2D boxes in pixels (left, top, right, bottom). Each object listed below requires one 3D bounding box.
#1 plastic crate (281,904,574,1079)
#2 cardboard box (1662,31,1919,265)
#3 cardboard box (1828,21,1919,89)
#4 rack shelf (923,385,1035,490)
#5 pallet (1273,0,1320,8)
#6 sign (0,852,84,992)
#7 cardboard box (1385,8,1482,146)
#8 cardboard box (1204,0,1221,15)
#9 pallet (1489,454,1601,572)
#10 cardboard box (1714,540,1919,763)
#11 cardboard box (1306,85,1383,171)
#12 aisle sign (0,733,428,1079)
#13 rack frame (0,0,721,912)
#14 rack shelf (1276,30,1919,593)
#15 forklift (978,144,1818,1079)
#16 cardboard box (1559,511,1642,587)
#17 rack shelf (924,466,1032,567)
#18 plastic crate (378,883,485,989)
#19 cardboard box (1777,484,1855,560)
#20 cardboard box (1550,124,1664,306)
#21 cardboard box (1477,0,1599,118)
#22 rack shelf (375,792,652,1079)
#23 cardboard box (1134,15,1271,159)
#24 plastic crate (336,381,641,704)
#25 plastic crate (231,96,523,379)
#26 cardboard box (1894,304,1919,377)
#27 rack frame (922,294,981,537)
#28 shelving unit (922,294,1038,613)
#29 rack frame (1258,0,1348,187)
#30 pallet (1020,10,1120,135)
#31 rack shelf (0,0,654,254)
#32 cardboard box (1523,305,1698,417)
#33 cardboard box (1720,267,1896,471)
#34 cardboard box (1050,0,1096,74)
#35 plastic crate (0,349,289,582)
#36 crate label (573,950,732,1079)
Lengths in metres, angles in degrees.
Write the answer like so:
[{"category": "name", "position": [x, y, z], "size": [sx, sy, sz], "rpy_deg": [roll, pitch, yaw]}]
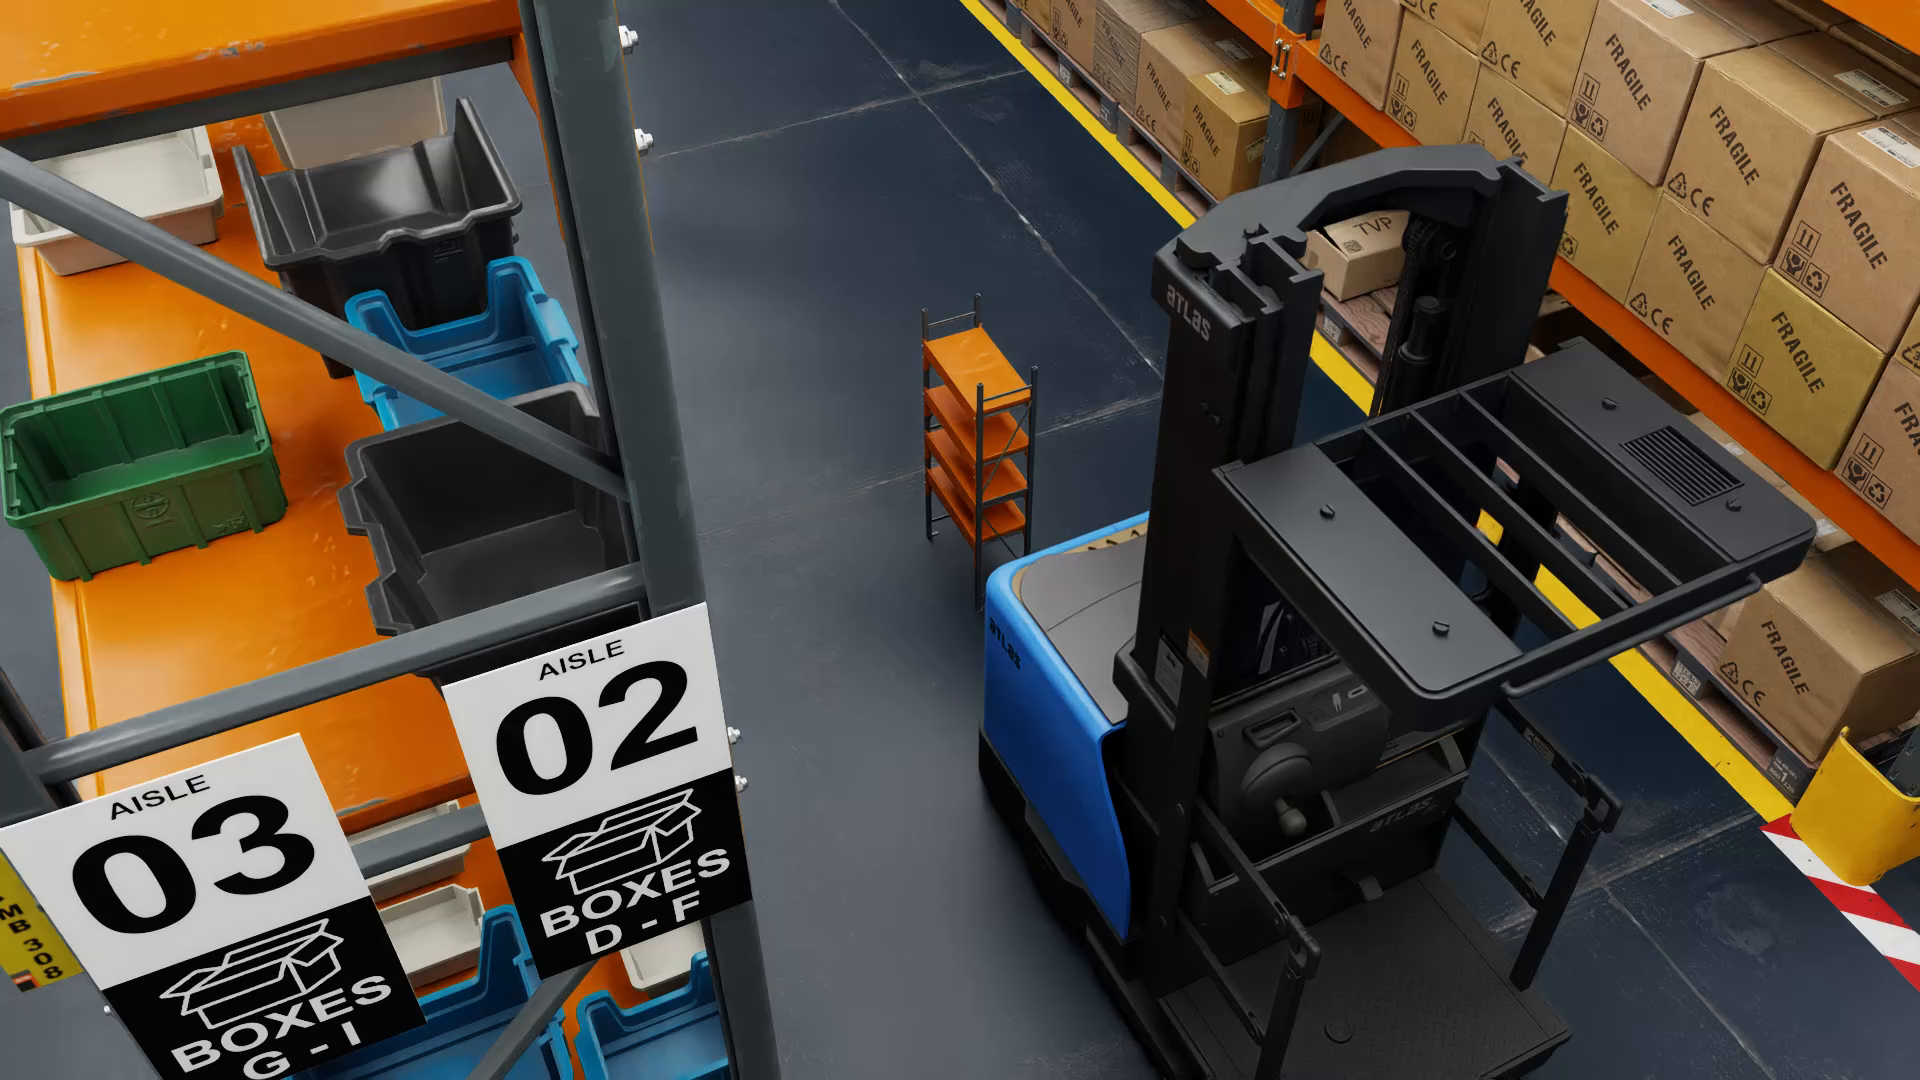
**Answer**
[{"category": "plastic crate", "position": [-1.167, 1.207, 3.692], "size": [0.616, 0.435, 0.499], "rpy_deg": [-18, 47, -17]}, {"category": "cardboard box", "position": [2.767, -1.306, 5.524], "size": [0.500, 0.500, 0.500], "rpy_deg": [-17, 47, -16]}, {"category": "cardboard box", "position": [3.259, -1.465, 5.684], "size": [0.500, 0.500, 0.500], "rpy_deg": [-17, 47, -17]}, {"category": "rack shelf", "position": [0.070, -0.433, 6.481], "size": [0.258, 0.148, 0.480], "rpy_deg": [-18, 47, -17]}, {"category": "pallet", "position": [1.720, -3.083, 8.245], "size": [1.003, 0.211, 1.213], "rpy_deg": [-18, 47, -17]}, {"category": "sign", "position": [-1.349, 0.542, 2.373], "size": [0.100, 0.325, 0.005], "rpy_deg": [-18, 47, -17]}, {"category": "cardboard box", "position": [2.142, -1.915, 6.853], "size": [0.500, 0.500, 0.500], "rpy_deg": [-17, 47, -17]}, {"category": "cardboard box", "position": [1.537, -2.915, 9.403], "size": [0.500, 0.500, 0.500], "rpy_deg": [-17, 47, -17]}, {"category": "pallet", "position": [2.762, -0.401, 7.375], "size": [1.003, 0.211, 1.213], "rpy_deg": [-18, 47, -17]}, {"category": "cardboard box", "position": [3.187, 0.398, 6.046], "size": [0.500, 0.500, 0.500], "rpy_deg": [-18, 47, -17]}, {"category": "cardboard box", "position": [1.975, -2.257, 8.737], "size": [0.500, 0.500, 0.500], "rpy_deg": [-20, 48, -19]}, {"category": "aisle sign", "position": [-1.092, 0.606, 2.518], "size": [0.394, 0.787, 0.004], "rpy_deg": [-18, 47, -17]}, {"category": "rack frame", "position": [-0.857, -0.736, 1.458], "size": [1.000, 3.000, 0.127], "rpy_deg": [-18, 47, -17]}, {"category": "rack shelf", "position": [2.798, -1.080, 6.590], "size": [1.077, 0.370, 4.000], "rpy_deg": [-18, 47, -17]}, {"category": "forklift", "position": [1.186, 0.591, 4.433], "size": [1.130, 2.935, 3.031], "rpy_deg": [-20, 48, -19]}, {"category": "cardboard box", "position": [2.815, -0.127, 6.756], "size": [0.500, 0.250, 0.500], "rpy_deg": [-18, 47, -17]}, {"category": "rack shelf", "position": [0.070, -0.132, 6.777], "size": [0.258, 0.148, 0.480], "rpy_deg": [-18, 47, -17]}, {"category": "plastic crate", "position": [-1.364, 1.006, 4.109], "size": [0.396, 0.136, 0.243], "rpy_deg": [-18, 47, -17]}, {"category": "cardboard box", "position": [3.457, 0.012, 6.615], "size": [0.500, 0.250, 0.500], "rpy_deg": [-18, 47, -17]}, {"category": "cardboard box", "position": [2.566, -1.272, 6.201], "size": [0.500, 0.500, 0.500], "rpy_deg": [-19, 48, -18]}, {"category": "cardboard box", "position": [2.333, -1.962, 6.189], "size": [0.500, 0.500, 0.500], "rpy_deg": [-19, 48, -19]}, {"category": "rack shelf", "position": [-1.698, 0.381, 5.109], "size": [1.077, 0.370, 4.000], "rpy_deg": [-18, 47, -17]}, {"category": "cardboard box", "position": [1.289, -2.424, 8.907], "size": [0.500, 0.500, 0.500], "rpy_deg": [-18, 47, -17]}, {"category": "plastic crate", "position": [-0.766, 0.050, 2.890], "size": [0.497, 0.269, 0.590], "rpy_deg": [-18, 47, -17]}, {"category": "plastic crate", "position": [-1.250, -0.701, 3.602], "size": [0.504, 0.338, 0.767], "rpy_deg": [-18, 47, -17]}, {"category": "cardboard box", "position": [3.202, -0.655, 4.864], "size": [0.500, 0.500, 0.500], "rpy_deg": [-18, 48, -18]}, {"category": "rack frame", "position": [-0.033, -0.477, 6.748], "size": [0.240, 1.200, 0.015], "rpy_deg": [-18, 47, -17]}, {"category": "shelving unit", "position": [0.070, -0.322, 6.591], "size": [0.258, 1.200, 0.503], "rpy_deg": [-18, 47, -17]}, {"category": "rack frame", "position": [1.957, -2.610, 7.629], "size": [1.000, 3.000, 0.127], "rpy_deg": [-18, 47, -17]}, {"category": "pallet", "position": [1.064, -2.903, 9.911], "size": [1.003, 0.211, 1.213], "rpy_deg": [-18, 47, -17]}, {"category": "rack shelf", "position": [-1.698, -1.612, 3.143], "size": [1.077, 0.370, 4.000], "rpy_deg": [-18, 47, -17]}, {"category": "cardboard box", "position": [2.752, -0.682, 7.139], "size": [0.797, 0.503, 0.637], "rpy_deg": [-18, 47, -17]}, {"category": "cardboard box", "position": [2.982, -0.631, 5.552], "size": [0.500, 0.500, 0.500], "rpy_deg": [-18, 47, -17]}, {"category": "cardboard box", "position": [0.863, -3.067, 9.558], "size": [0.500, 0.500, 0.500], "rpy_deg": [-20, 48, -19]}, {"category": "plastic crate", "position": [-1.531, -0.137, 3.137], "size": [0.450, 0.188, 0.336], "rpy_deg": [-18, 47, -17]}, {"category": "crate label", "position": [-0.662, 1.183, 3.861], "size": [0.416, 0.233, 0.303], "rpy_deg": [-18, 47, -17]}]
